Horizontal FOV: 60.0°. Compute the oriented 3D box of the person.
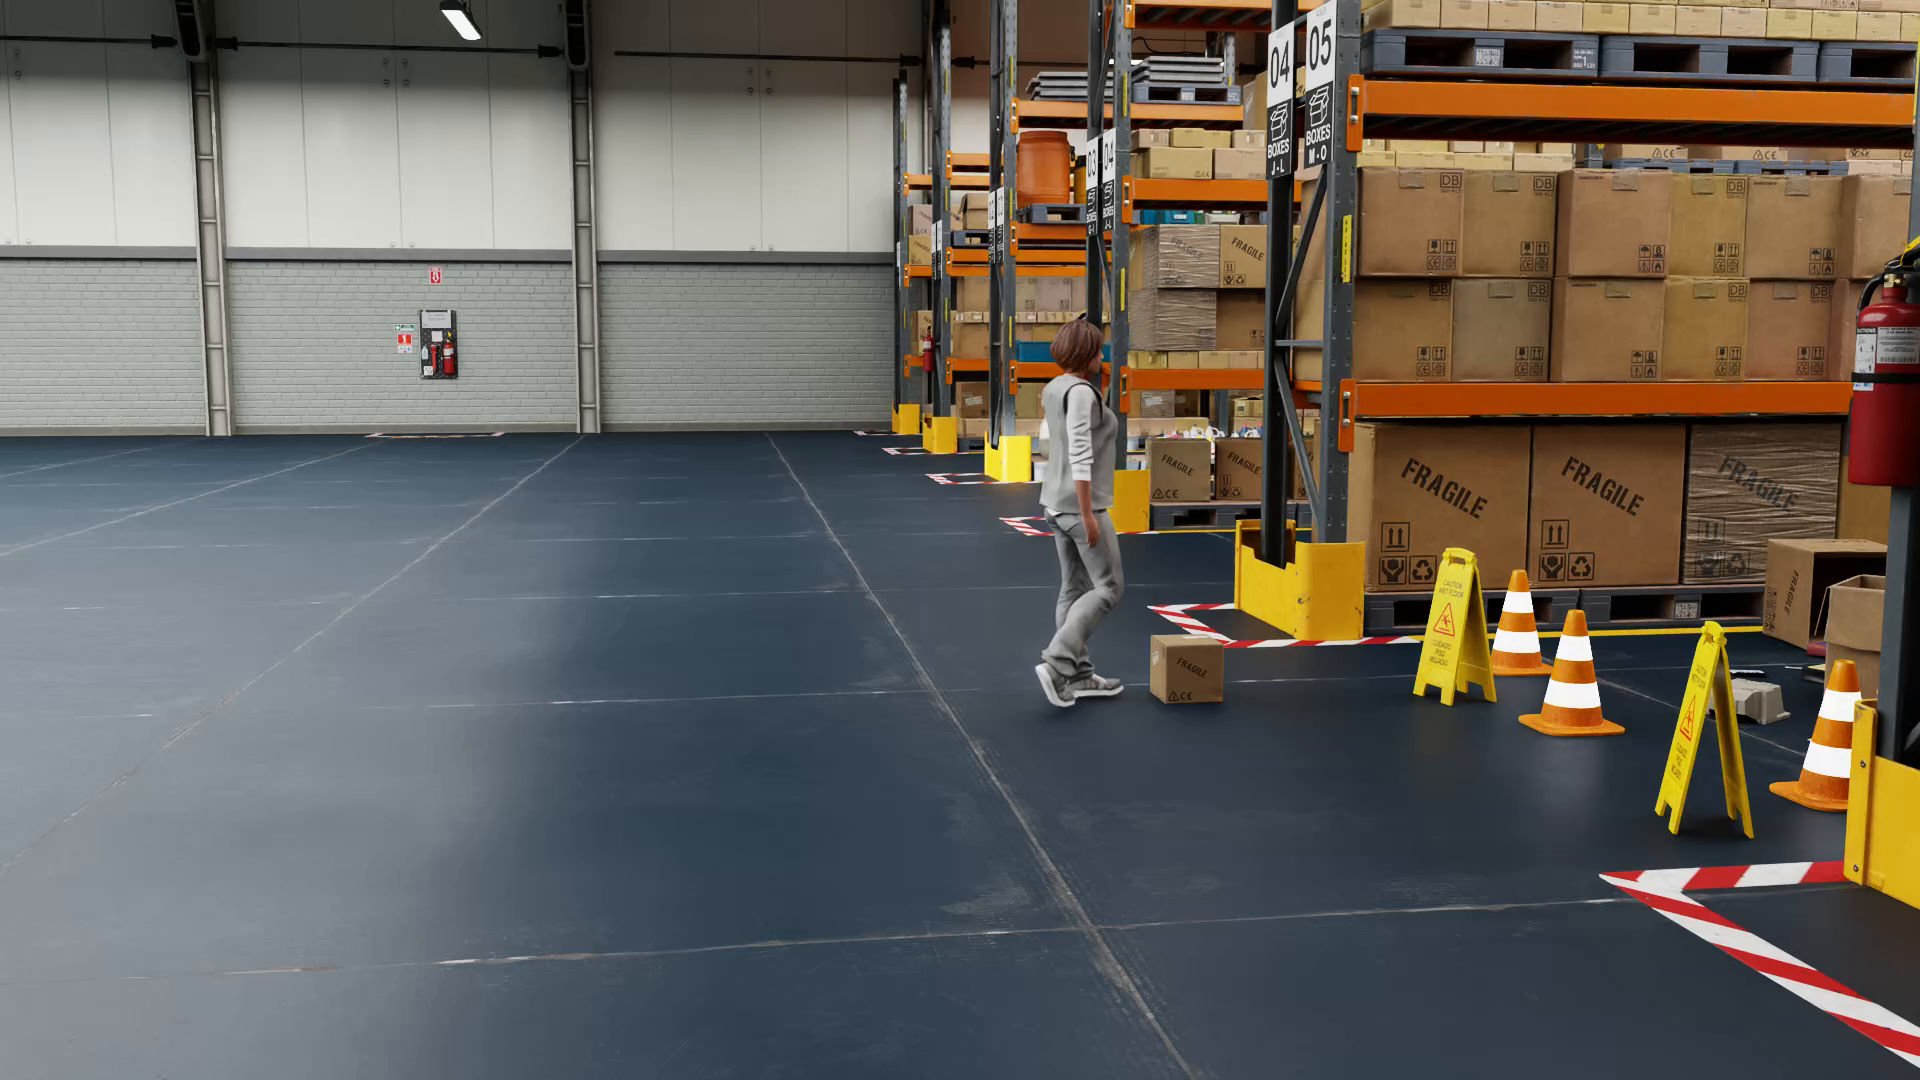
[{"bbox_3d":[0.488,-0.119,6.953,0.467,1.592,0.444,-2,7,-16],"label":"person"}]
